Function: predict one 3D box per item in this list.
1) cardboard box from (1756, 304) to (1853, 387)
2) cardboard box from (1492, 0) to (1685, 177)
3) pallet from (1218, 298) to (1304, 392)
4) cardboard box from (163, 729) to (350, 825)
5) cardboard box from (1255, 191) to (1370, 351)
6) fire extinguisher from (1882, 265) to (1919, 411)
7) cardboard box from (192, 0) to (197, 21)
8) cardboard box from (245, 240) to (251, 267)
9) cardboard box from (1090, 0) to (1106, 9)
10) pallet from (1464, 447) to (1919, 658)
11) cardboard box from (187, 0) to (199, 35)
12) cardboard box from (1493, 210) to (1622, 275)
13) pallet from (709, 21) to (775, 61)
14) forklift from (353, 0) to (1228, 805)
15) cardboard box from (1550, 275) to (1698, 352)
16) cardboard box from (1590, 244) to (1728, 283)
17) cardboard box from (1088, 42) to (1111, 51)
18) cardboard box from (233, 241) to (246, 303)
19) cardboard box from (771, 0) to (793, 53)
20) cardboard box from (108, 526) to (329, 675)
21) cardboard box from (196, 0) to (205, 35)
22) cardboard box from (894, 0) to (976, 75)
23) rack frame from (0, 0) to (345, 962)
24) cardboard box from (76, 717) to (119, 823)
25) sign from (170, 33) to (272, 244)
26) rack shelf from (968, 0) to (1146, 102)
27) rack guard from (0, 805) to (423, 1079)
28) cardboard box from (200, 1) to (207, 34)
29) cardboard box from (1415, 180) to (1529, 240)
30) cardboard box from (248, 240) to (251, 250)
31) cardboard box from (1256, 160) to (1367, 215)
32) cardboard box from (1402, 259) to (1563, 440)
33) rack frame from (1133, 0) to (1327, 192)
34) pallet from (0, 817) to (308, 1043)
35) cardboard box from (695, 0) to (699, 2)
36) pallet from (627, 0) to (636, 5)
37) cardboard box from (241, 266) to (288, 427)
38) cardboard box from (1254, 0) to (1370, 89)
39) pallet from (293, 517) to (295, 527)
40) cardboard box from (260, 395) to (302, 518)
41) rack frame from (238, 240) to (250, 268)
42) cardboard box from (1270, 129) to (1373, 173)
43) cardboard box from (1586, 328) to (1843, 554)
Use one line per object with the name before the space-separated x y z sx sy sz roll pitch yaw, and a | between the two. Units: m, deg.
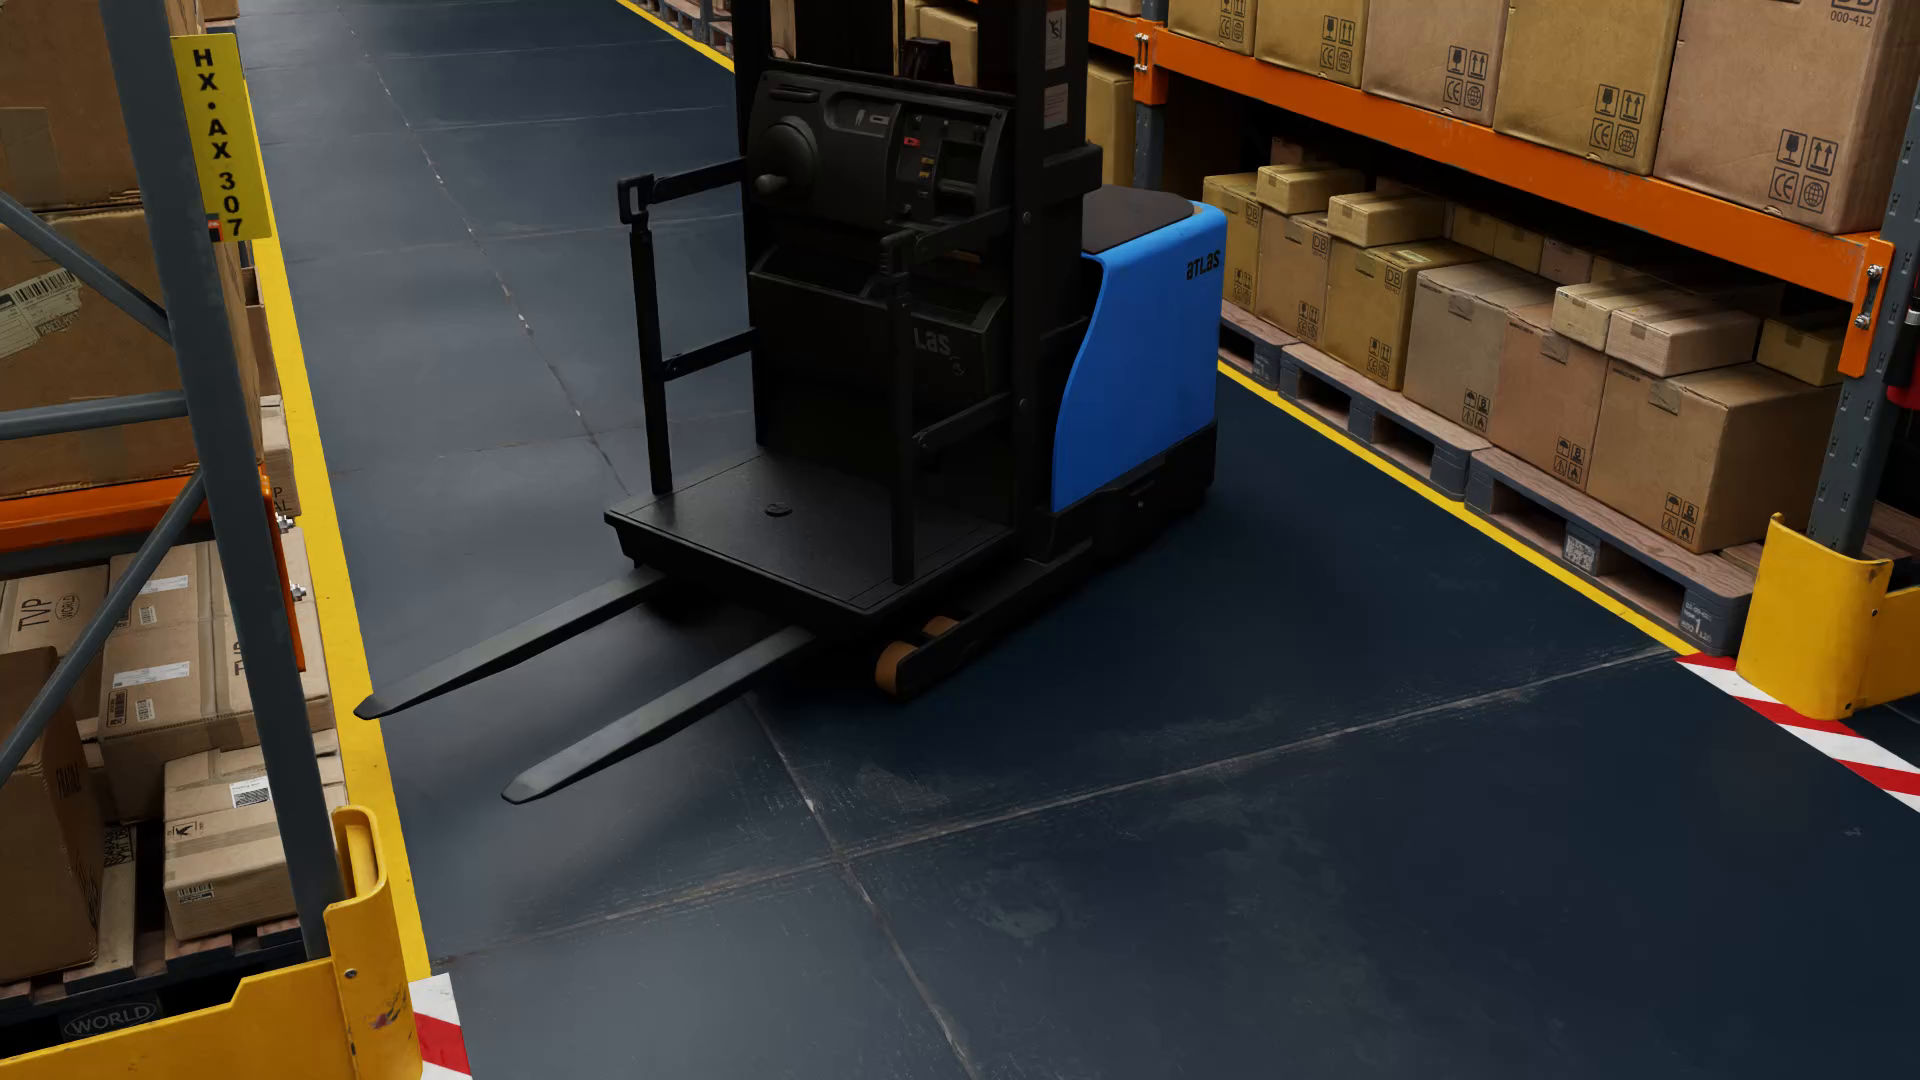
cardboard box | 2.747 -0.612 5.216 0.380 0.149 0.250 -10 28 -20
cardboard box | 2.376 -1.637 5.342 0.980 0.700 0.700 -11 28 -21
pallet | 1.540 -1.047 7.655 1.003 0.211 1.213 -11 28 -21
cardboard box | -1.622 0.593 3.844 0.380 0.166 0.250 -11 28 -21
cardboard box | 1.706 -1.163 7.084 0.700 0.500 0.500 -11 28 -21
fire extinguisher | 2.515 -0.664 4.203 0.296 0.674 0.183 -11 28 -21
cardboard box | -2.406 -1.693 4.545 0.500 0.500 0.500 -10 28 -20
cardboard box | -3.208 -1.080 6.890 0.500 0.500 0.500 -12 28 -23
cardboard box | 0.801 -2.703 8.130 0.380 0.149 0.250 -10 28 -20
pallet | 2.495 -0.062 5.637 1.003 0.211 1.213 -11 28 -21
cardboard box | -2.010 -1.285 3.709 0.500 0.500 0.500 -10 28 -20
cardboard box | 2.249 -1.124 6.264 0.380 0.149 0.250 -10 28 -20
pallet | -1.513 -4.283 14.282 1.003 0.211 1.213 -11 28 -21
forklift | -0.385 -1.102 4.666 1.130 2.935 3.031 19 32 34
cardboard box | 2.196 -0.752 5.502 0.380 0.149 0.250 -10 28 -19
cardboard box | 2.451 -0.918 5.842 0.380 0.149 0.250 -10 28 -20
cardboard box | 0.589 -2.442 9.304 0.750 0.750 0.750 -10 28 -19
cardboard box | -2.008 -0.833 3.924 0.500 0.500 0.500 -11 28 -21
cardboard box | -1.104 -4.218 13.317 0.700 0.500 0.500 -10 28 -20
cardboard box | -2.020 0.213 4.528 0.500 0.250 0.500 -11 28 -21
cardboard box | -2.404 -1.241 4.758 0.500 0.500 0.500 -10 28 -19
cardboard box | -0.085 -3.139 10.732 0.750 0.750 0.750 -11 28 -21
rack frame | -1.676 -0.153 2.645 1.000 3.000 0.127 -11 28 -21
cardboard box | -2.191 0.566 3.900 0.380 0.166 0.250 -11 28 -21
sign | -1.177 -0.636 2.646 0.100 0.325 0.005 -11 28 -21
rack shelf | 0.531 -3.105 9.511 1.077 0.370 4.000 -11 28 -21
rack guard | -1.706 0.939 3.257 1.175 0.500 0.348 -11 28 -21
cardboard box | -2.811 -1.655 5.608 0.500 0.500 0.500 -10 28 -20
cardboard box | 2.049 -1.330 6.686 0.380 0.149 0.250 -10 28 -20
cardboard box | -3.813 -1.700 8.161 0.500 0.500 0.500 -12 28 -23
cardboard box | 1.479 -1.489 7.011 0.380 0.149 0.250 -10 28 -19
cardboard box | 2.121 -0.742 6.221 0.700 0.500 0.500 -12 28 -22
rack frame | 1.314 -2.621 7.699 1.000 3.000 0.127 -11 28 -21
pallet | -2.019 0.747 3.979 1.003 0.211 1.213 -11 28 -21
cardboard box | -2.262 -5.337 15.610 0.500 0.500 0.500 -13 29 -24
pallet | -3.070 -5.847 17.486 1.003 0.211 1.213 -11 28 -21
cardboard box | -2.758 -0.661 6.033 0.500 0.500 0.500 -11 28 -21
cardboard box | 1.792 -2.238 6.573 0.980 0.700 0.700 -11 28 -22
pallet | -2.974 -0.238 5.996 1.003 0.211 1.213 -11 28 -21
cardboard box | -2.465 -0.274 5.455 0.500 0.311 0.500 -11 28 -21
rack frame | -3.243 -1.768 5.953 1.000 3.000 0.127 -11 28 -21
cardboard box | 1.639 -1.751 7.548 0.380 0.149 0.250 -11 28 -21
cardboard box | 2.514 -0.337 5.392 0.700 0.500 0.500 -11 28 -21
